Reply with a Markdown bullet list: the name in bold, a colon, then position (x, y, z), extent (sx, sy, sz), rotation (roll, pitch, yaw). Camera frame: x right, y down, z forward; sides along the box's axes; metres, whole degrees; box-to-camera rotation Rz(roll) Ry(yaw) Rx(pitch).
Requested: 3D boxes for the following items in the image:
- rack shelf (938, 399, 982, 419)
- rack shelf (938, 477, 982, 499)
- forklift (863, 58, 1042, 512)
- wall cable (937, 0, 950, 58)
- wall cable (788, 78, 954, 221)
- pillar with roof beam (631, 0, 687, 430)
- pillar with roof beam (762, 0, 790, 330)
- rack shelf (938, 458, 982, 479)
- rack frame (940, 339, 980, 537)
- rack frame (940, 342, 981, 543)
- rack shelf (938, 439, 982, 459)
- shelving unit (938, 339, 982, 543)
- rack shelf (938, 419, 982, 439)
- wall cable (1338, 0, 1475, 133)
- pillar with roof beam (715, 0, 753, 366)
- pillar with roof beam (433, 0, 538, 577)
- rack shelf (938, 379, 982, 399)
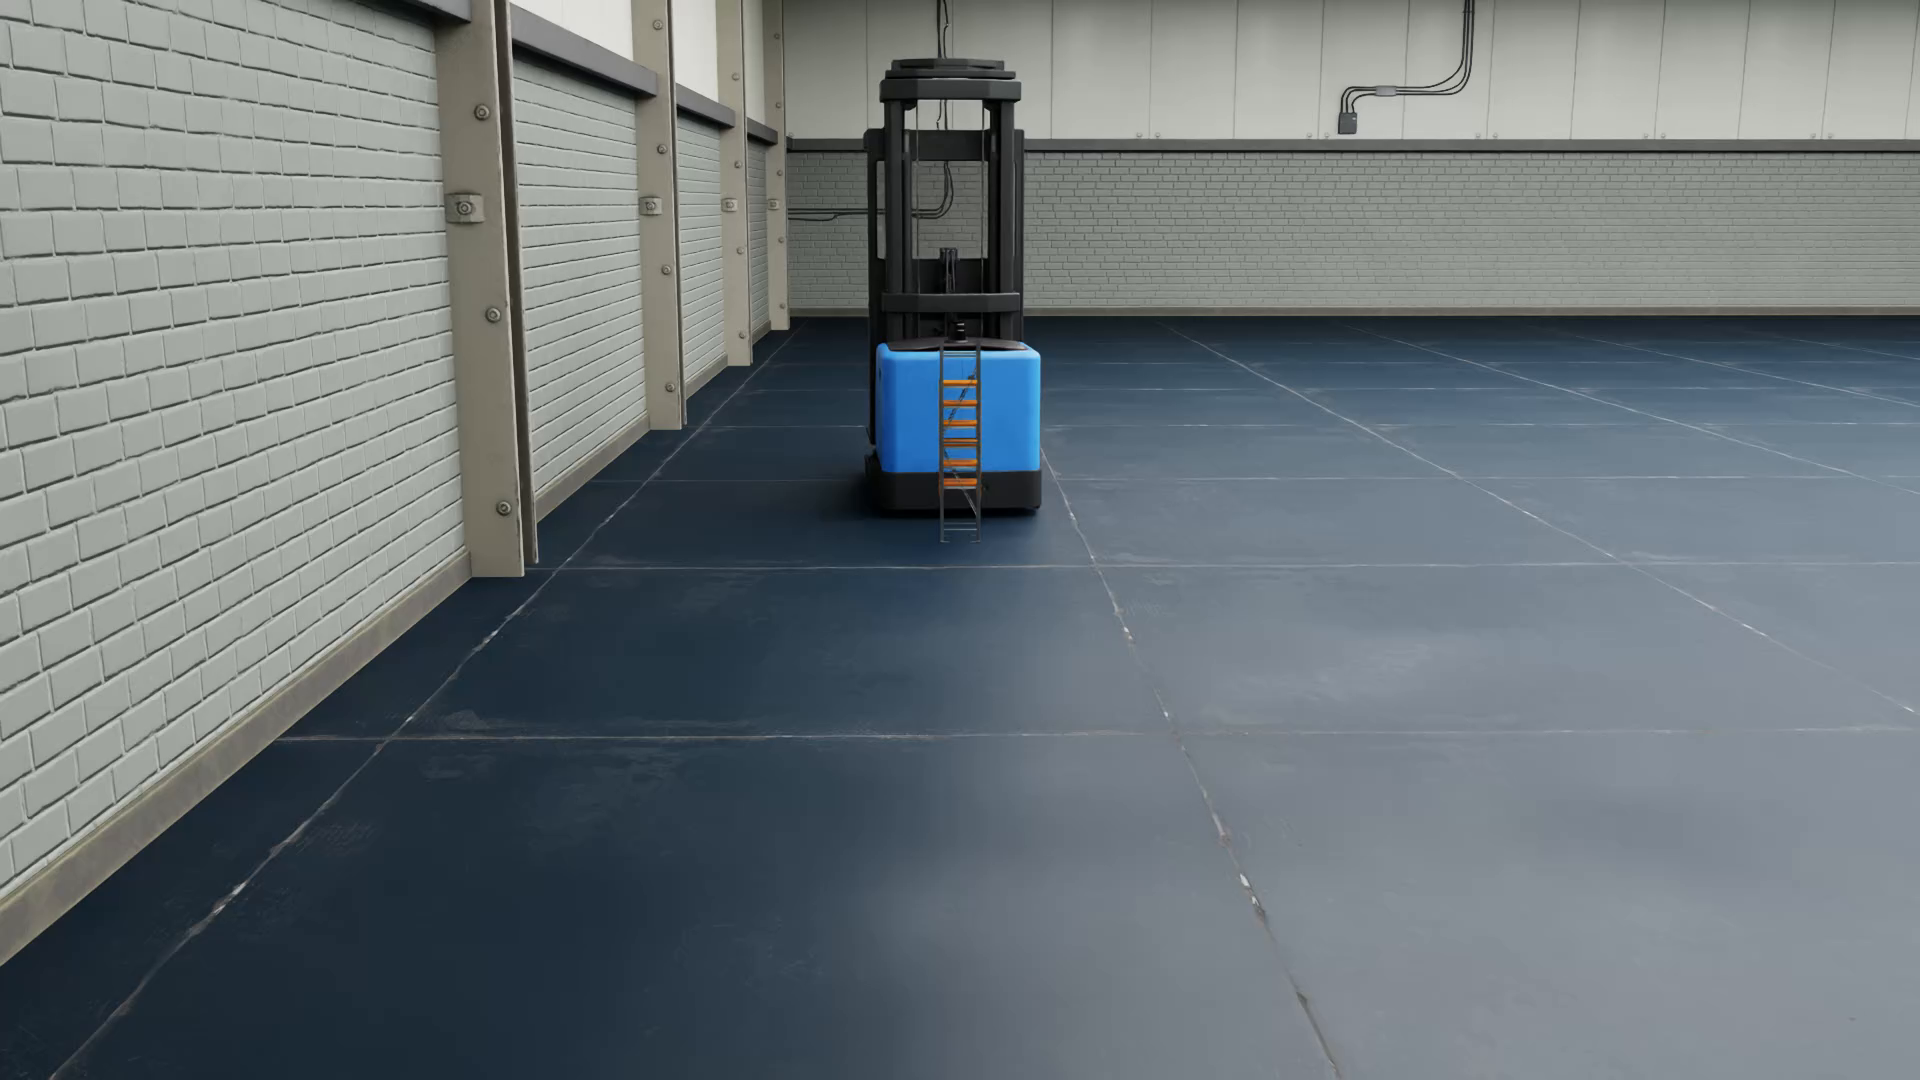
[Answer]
- **rack shelf**: position (0.000, -0.783, 9.915), extent (0.258, 0.103, 0.180), rotation (0, 11, -1)
- **rack shelf**: position (0.000, -0.312, 10.011), extent (0.258, 0.103, 0.180), rotation (0, 11, -1)
- **forklift**: position (-0.122, -1.866, 11.885), extent (1.130, 2.935, 3.031), rotation (-1, 12, -5)
- **wall cable**: position (1.047, -9.382, 28.777), extent (3.097, 2.526, 0.112), rotation (0, 11, -1)
- **wall cable**: position (-1.658, -6.895, 29.225), extent (3.097, 2.526, 0.112), rotation (0, 11, -1)
- **pillar with roof beam**: position (1.633, -5.459, 14.332), extent (9.100, 9.000, 0.400), rotation (0, 11, -1)
- **pillar with roof beam**: position (1.385, -7.844, 26.090), extent (9.100, 9.000, 0.400), rotation (0, 11, -1)
- **rack shelf**: position (0.000, -0.430, 9.987), extent (0.258, 0.103, 0.180), rotation (0, 11, -1)
- **rack frame**: position (-0.002, -0.609, 10.044), extent (0.240, 1.200, 0.006), rotation (0, 11, -1)
- **rack frame**: position (0.002, -0.573, 9.864), extent (0.240, 1.200, 0.006), rotation (0, 11, -1)
- **rack shelf**: position (0.000, -0.547, 9.963), extent (0.258, 0.103, 0.180), rotation (0, 11, -1)
- **shelving unit**: position (0.000, -0.591, 9.954), extent (0.258, 1.200, 0.189), rotation (0, 11, -1)
- **rack shelf**: position (0.000, -0.665, 9.939), extent (0.258, 0.103, 0.180), rotation (0, 11, -1)
- **wall cable**: position (7.834, -10.120, 28.755), extent (2.305, 6.003, 0.169), rotation (0, 11, -1)
- **pillar with roof beam**: position (1.509, -6.651, 20.211), extent (9.100, 9.000, 0.400), rotation (0, 11, -1)
- **pillar with roof beam**: position (1.757, -4.266, 8.453), extent (9.100, 9.000, 0.400), rotation (0, 11, -1)
- **rack shelf**: position (0.000, -0.900, 9.891), extent (0.258, 0.103, 0.180), rotation (0, 11, -1)
